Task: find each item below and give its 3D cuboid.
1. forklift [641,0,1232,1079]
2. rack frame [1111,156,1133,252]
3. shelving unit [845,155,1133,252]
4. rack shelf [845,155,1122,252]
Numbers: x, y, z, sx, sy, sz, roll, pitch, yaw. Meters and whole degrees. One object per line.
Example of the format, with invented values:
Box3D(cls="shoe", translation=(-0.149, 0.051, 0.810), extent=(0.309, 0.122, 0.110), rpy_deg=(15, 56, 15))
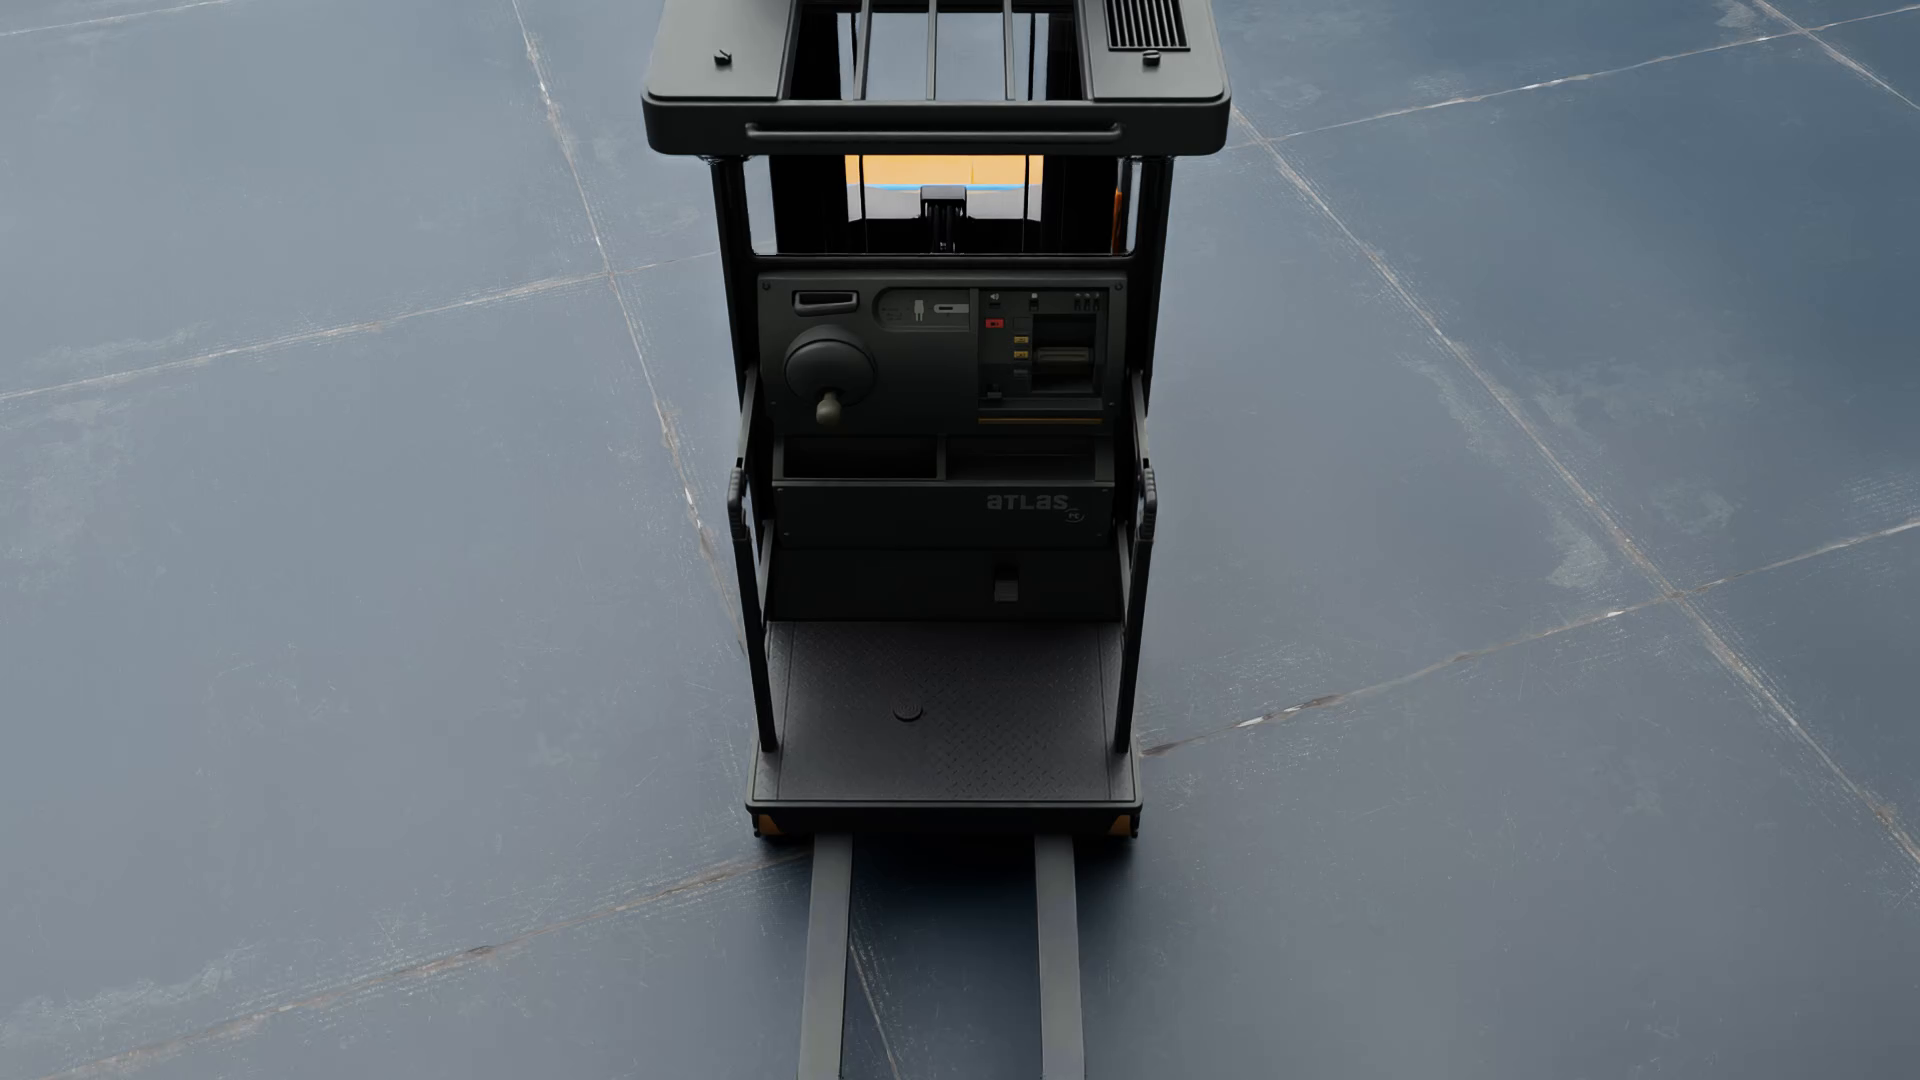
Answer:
Box3D(cls="forklift", translation=(-0.043, -0.394, 4.073), extent=(1.130, 2.935, 3.031), rpy_deg=(0, 45, 0))
Box3D(cls="rack frame", translation=(0.554, -1.021, 5.974), extent=(0.032, 1.125, 0.500), rpy_deg=(2, 45, 2))
Box3D(cls="shelving unit", translation=(0.046, -1.035, 5.987), extent=(1.048, 1.125, 0.538), rpy_deg=(2, 45, 2))
Box3D(cls="rack shelf", translation=(0.046, -1.241, 5.780), extent=(1.000, 0.278, 0.538), rpy_deg=(2, 45, 2))
